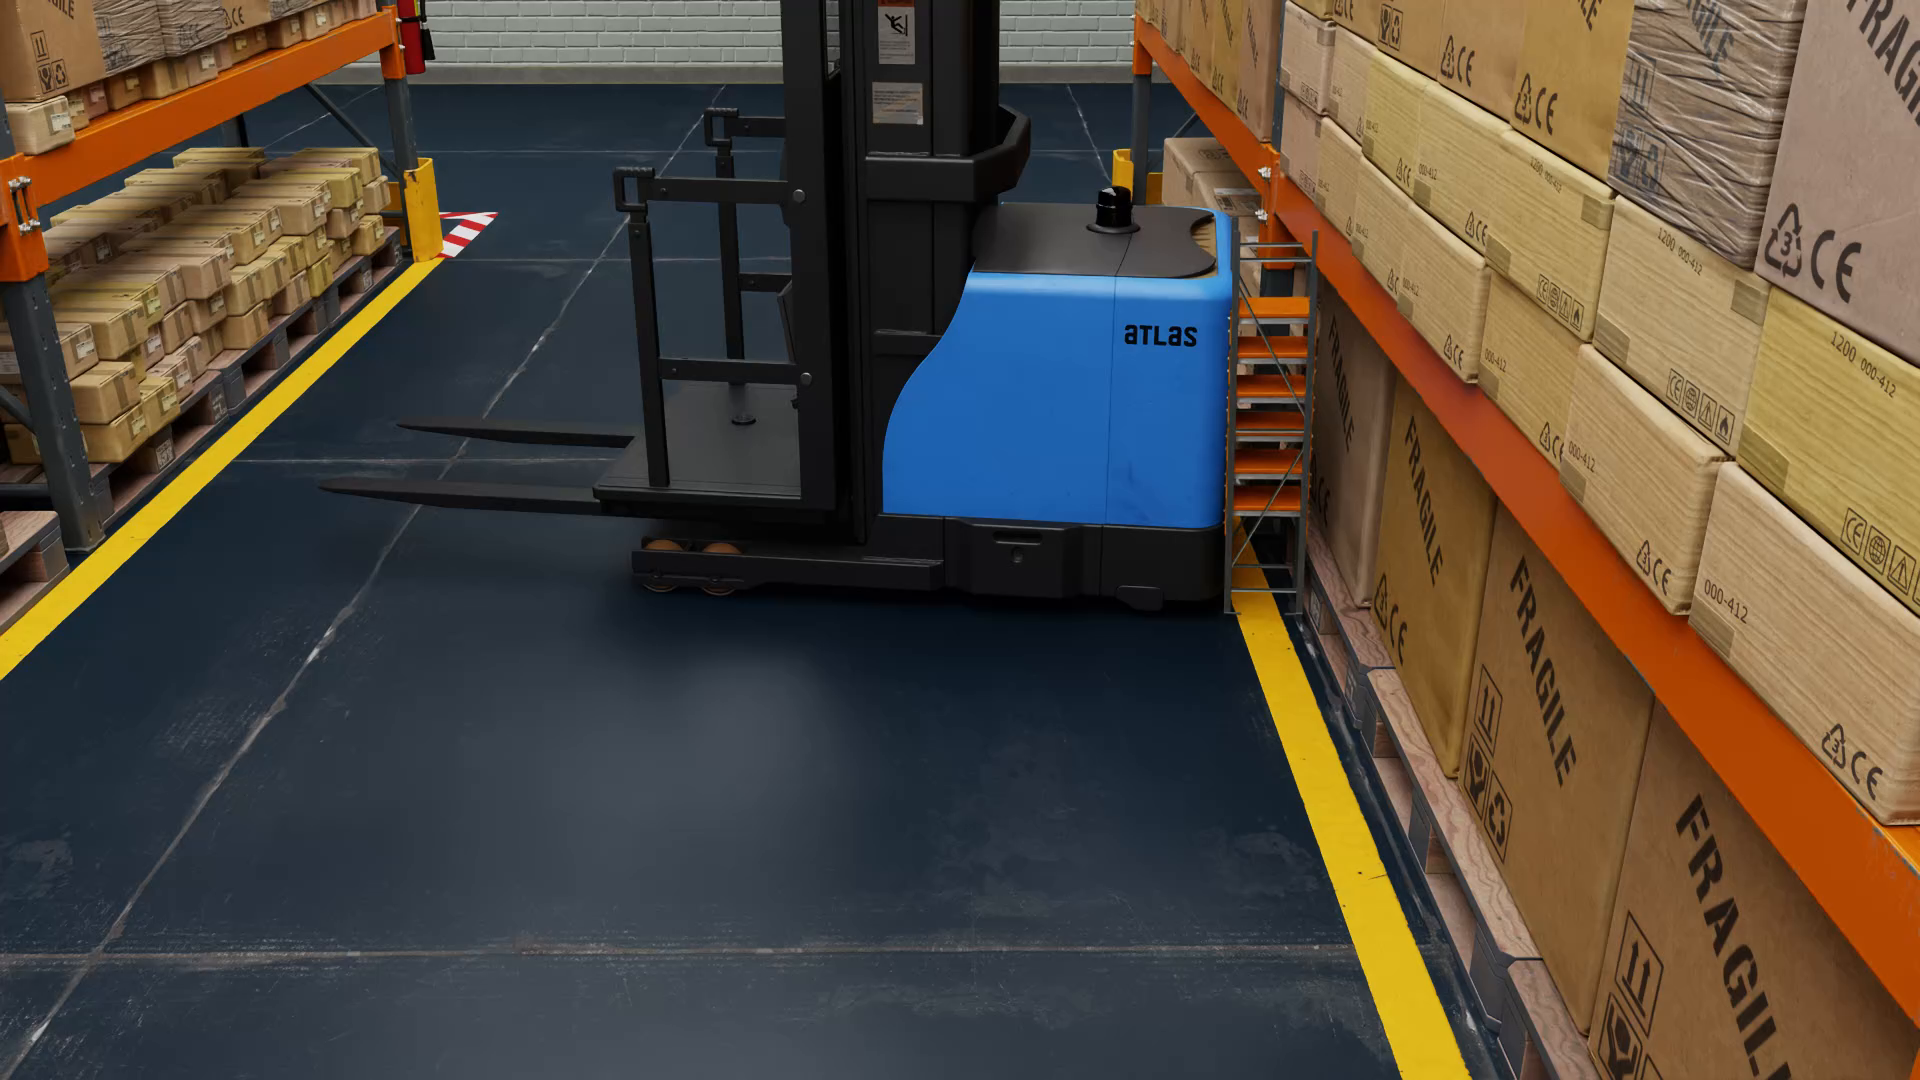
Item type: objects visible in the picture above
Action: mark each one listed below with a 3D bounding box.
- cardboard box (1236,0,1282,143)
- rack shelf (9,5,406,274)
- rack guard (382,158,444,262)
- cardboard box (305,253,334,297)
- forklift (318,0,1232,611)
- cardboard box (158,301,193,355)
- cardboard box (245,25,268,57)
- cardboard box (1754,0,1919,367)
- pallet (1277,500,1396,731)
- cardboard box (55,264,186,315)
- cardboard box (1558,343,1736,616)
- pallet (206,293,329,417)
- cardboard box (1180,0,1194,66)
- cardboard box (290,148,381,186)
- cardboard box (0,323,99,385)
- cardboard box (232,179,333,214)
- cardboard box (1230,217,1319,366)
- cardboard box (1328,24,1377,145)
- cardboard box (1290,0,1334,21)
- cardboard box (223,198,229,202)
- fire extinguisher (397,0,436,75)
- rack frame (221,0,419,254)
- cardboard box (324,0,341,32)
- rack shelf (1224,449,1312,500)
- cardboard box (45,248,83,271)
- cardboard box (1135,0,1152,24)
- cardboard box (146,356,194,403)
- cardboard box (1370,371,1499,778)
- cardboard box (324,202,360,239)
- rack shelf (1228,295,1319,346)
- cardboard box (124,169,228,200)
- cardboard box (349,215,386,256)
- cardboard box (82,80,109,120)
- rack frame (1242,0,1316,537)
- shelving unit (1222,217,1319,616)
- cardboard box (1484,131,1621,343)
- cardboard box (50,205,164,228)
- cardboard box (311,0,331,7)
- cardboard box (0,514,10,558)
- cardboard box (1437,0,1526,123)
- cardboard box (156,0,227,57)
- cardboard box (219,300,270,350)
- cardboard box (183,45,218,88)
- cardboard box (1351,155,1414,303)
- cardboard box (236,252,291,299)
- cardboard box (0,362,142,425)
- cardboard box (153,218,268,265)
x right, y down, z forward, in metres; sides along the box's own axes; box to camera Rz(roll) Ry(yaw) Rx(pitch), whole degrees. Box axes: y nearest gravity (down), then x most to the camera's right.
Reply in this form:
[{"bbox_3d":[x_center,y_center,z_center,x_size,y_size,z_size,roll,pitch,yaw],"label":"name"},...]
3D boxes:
[{"bbox_3d":[1.237,-1.640,5.615,0.500,0.500,0.500,0,24,0],"label":"cardboard box"},{"bbox_3d":[-3.473,-1.837,7.045,1.077,0.370,4.000,0,24,-1],"label":"rack shelf"},{"bbox_3d":[-3.494,-1.819,9.164,1.175,0.500,0.348,0,24,-1],"label":"rack guard"},{"bbox_3d":[-3.179,-1.244,7.810,0.380,0.149,0.250,-1,24,-3],"label":"cardboard box"},{"bbox_3d":[-0.624,-1.369,5.219,3.031,2.935,1.130,3,25,7],"label":"forklift"},{"bbox_3d":[-3.267,-0.835,6.544,0.380,0.149,0.250,-1,24,-3],"label":"cardboard box"},{"bbox_3d":[-3.283,-2.210,7.301,0.380,0.149,0.250,-1,24,-3],"label":"cardboard box"},{"bbox_3d":[1.274,-0.469,1.813,0.500,0.500,0.500,-1,24,-2],"label":"cardboard box"},{"bbox_3d":[1.581,0.184,5.088,1.003,0.211,1.213,0,24,-1],"label":"pallet"},{"bbox_3d":[-3.269,-0.972,6.487,0.380,0.149,0.250,-1,24,-2],"label":"cardboard box"},{"bbox_3d":[1.255,-0.106,2.525,0.500,0.250,0.500,0,24,0],"label":"cardboard box"},{"bbox_3d":[-3.510,-0.851,7.375,1.003,0.211,1.213,0,24,-1],"label":"pallet"},{"bbox_3d":[1.215,-2.275,7.019,0.500,0.500,0.500,1,24,1],"label":"cardboard box"},{"bbox_3d":[-3.236,-1.935,8.617,0.380,0.149,0.250,0,24,0],"label":"cardboard box"},{"bbox_3d":[-3.248,-0.647,5.768,0.380,0.149,0.250,1,24,2],"label":"cardboard box"},{"bbox_3d":[-3.221,-1.618,7.916,0.380,0.149,0.250,-1,24,-3],"label":"cardboard box"},{"bbox_3d":[1.587,-1.057,7.046,0.875,0.438,0.875,-1,24,-2],"label":"cardboard box"},{"bbox_3d":[1.254,-1.167,4.265,0.500,0.250,0.500,0,24,0],"label":"cardboard box"},{"bbox_3d":[1.215,-1.723,4.585,0.500,0.500,0.500,0,24,0],"label":"cardboard box"},{"bbox_3d":[-3.708,-1.586,8.206,0.380,0.149,0.250,0,24,0],"label":"cardboard box"},{"bbox_3d":[-3.036,-2.890,9.045,0.296,0.674,0.183,0,24,-1],"label":"fire extinguisher"},{"bbox_3d":[-3.495,-2.989,8.718,1.000,3.000,0.127,0,24,-1],"label":"rack frame"},{"bbox_3d":[-3.226,-2.535,8.021,0.380,0.149,0.250,0,24,-1],"label":"cardboard box"},{"bbox_3d":[0.933,-0.205,5.065,0.258,0.103,0.180,1,23,7],"label":"rack shelf"},{"bbox_3d":[-3.788,-1.076,6.716,0.380,0.149,0.250,-1,24,-3],"label":"cardboard box"},{"bbox_3d":[1.172,-2.899,8.399,0.500,0.500,0.500,0,24,-1],"label":"cardboard box"},{"bbox_3d":[-3.192,-0.596,6.378,0.380,0.149,0.250,0,24,-1],"label":"cardboard box"},{"bbox_3d":[1.602,0.000,4.180,0.875,0.875,0.875,0,24,1],"label":"cardboard box"},{"bbox_3d":[-3.196,-1.586,8.207,0.380,0.149,0.250,-1,24,-3],"label":"cardboard box"},{"bbox_3d":[0.914,-0.646,4.877,0.258,0.103,0.180,1,23,7],"label":"rack shelf"},{"bbox_3d":[-3.831,-1.717,8.135,0.380,0.149,0.250,0,24,-1],"label":"cardboard box"},{"bbox_3d":[-3.177,-1.560,8.509,0.380,0.149,0.250,0,24,1],"label":"cardboard box"},{"bbox_3d":[-3.260,-1.560,5.864,0.380,0.149,0.250,-1,24,-3],"label":"cardboard box"},{"bbox_3d":[1.497,-1.404,5.215,1.000,3.000,0.127,0,24,-1],"label":"rack frame"},{"bbox_3d":[0.926,-0.356,5.001,0.258,1.200,0.189,1,23,7],"label":"shelving unit"},{"bbox_3d":[1.246,-0.536,2.871,0.500,0.250,0.500,-1,24,-2],"label":"cardboard box"},{"bbox_3d":[-3.795,-1.393,7.417,0.380,0.149,0.250,0,24,0],"label":"cardboard box"},{"bbox_3d":[-3.232,-2.774,7.760,0.500,0.500,0.500,-1,24,-1],"label":"cardboard box"},{"bbox_3d":[-3.191,-0.089,4.831,0.500,0.500,0.500,-1,24,-2],"label":"cardboard box"},{"bbox_3d":[1.263,-1.094,3.194,0.500,0.500,0.500,-1,24,-1],"label":"cardboard box"},{"bbox_3d":[-3.187,-2.138,6.356,0.500,0.500,0.500,-1,24,-2],"label":"cardboard box"},{"bbox_3d":[-3.189,-0.919,7.092,0.380,0.149,0.250,-1,24,-2],"label":"cardboard box"},{"bbox_3d":[-3.190,-1.887,6.587,0.380,0.149,0.250,1,24,2],"label":"cardboard box"},{"bbox_3d":[1.235,-0.729,3.904,0.500,0.250,0.500,0,24,-1],"label":"cardboard box"},{"bbox_3d":[-3.163,-1.154,7.251,0.380,0.149,0.250,0,24,0],"label":"cardboard box"},{"bbox_3d":[-3.135,-0.519,5.847,0.380,0.149,0.250,1,24,2],"label":"cardboard box"},{"bbox_3d":[-3.239,-1.291,7.192,0.380,0.149,0.250,0,24,0],"label":"cardboard box"}]
